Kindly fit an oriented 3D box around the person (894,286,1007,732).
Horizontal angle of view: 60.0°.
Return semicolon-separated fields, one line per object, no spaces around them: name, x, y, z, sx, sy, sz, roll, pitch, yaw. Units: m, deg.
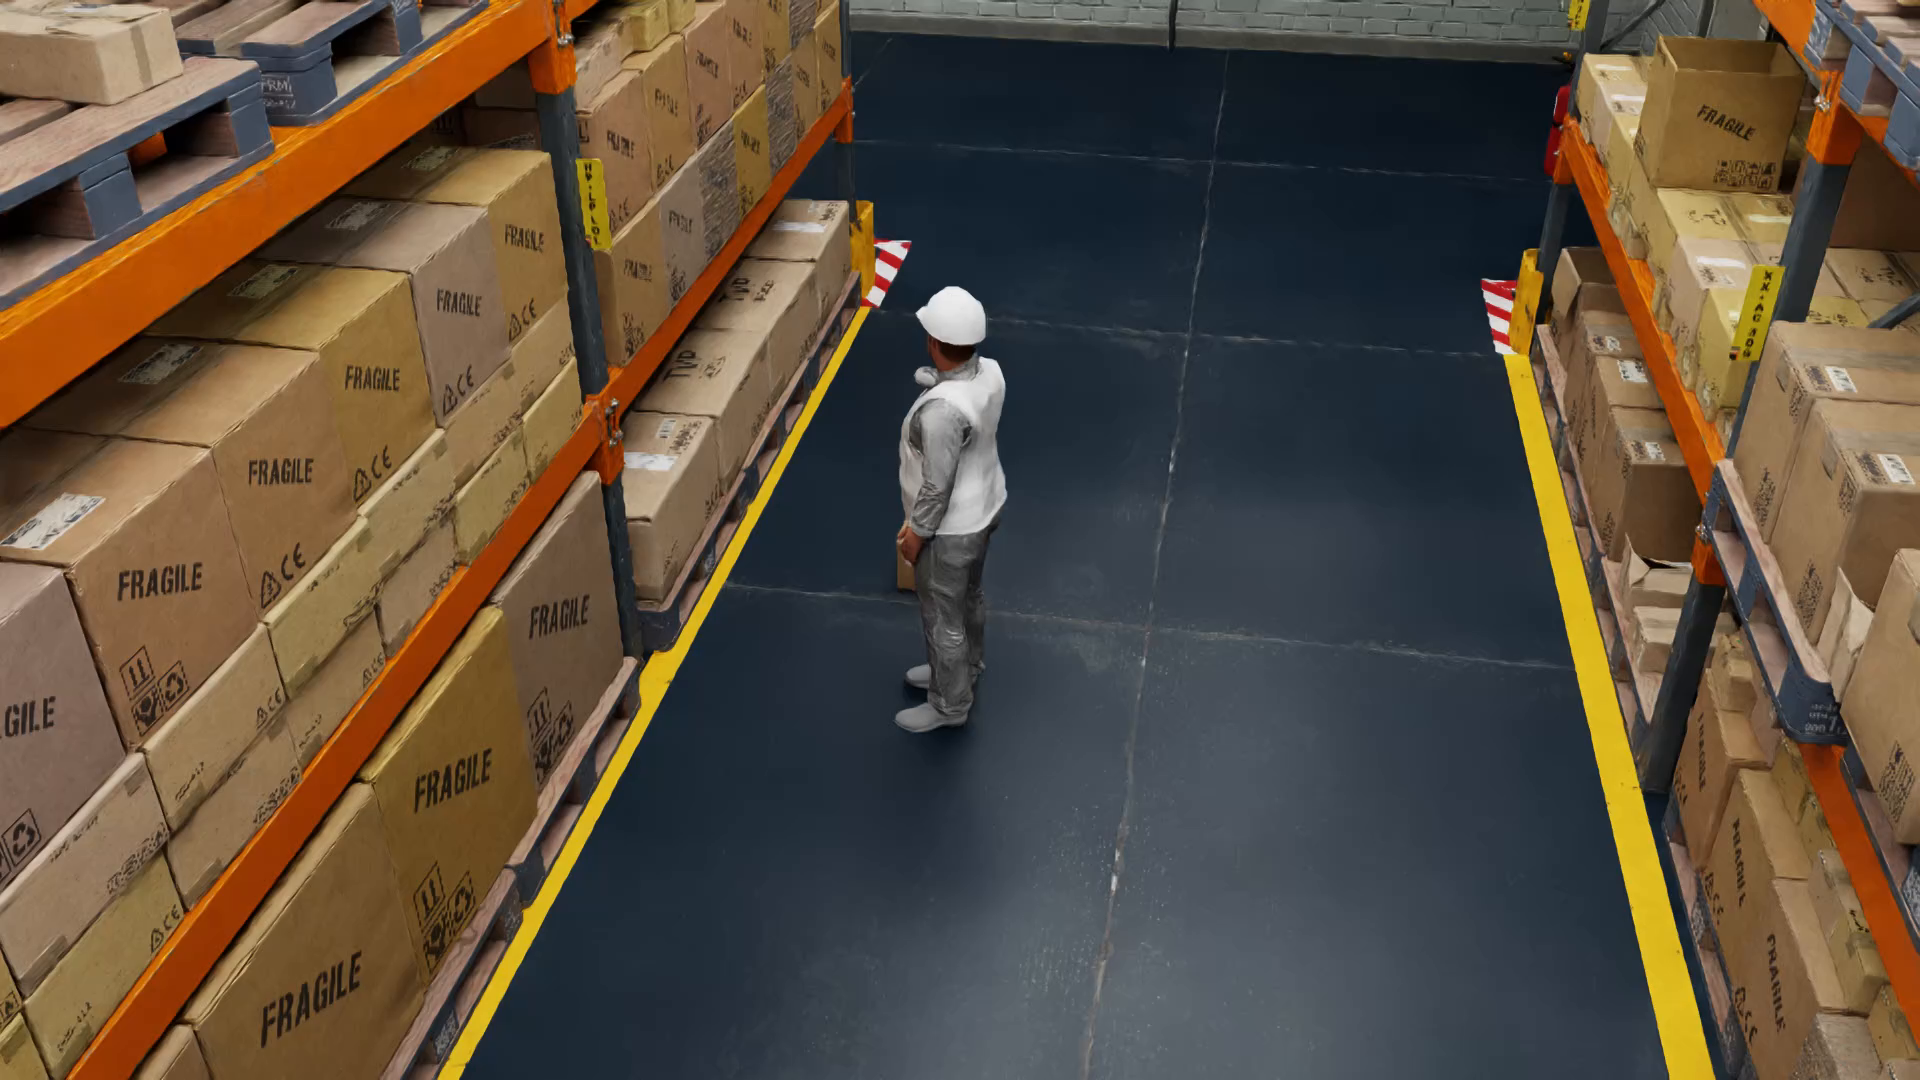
person;-0.050;-0.101;6.260;0.415;1.813;0.588;12;34;18
